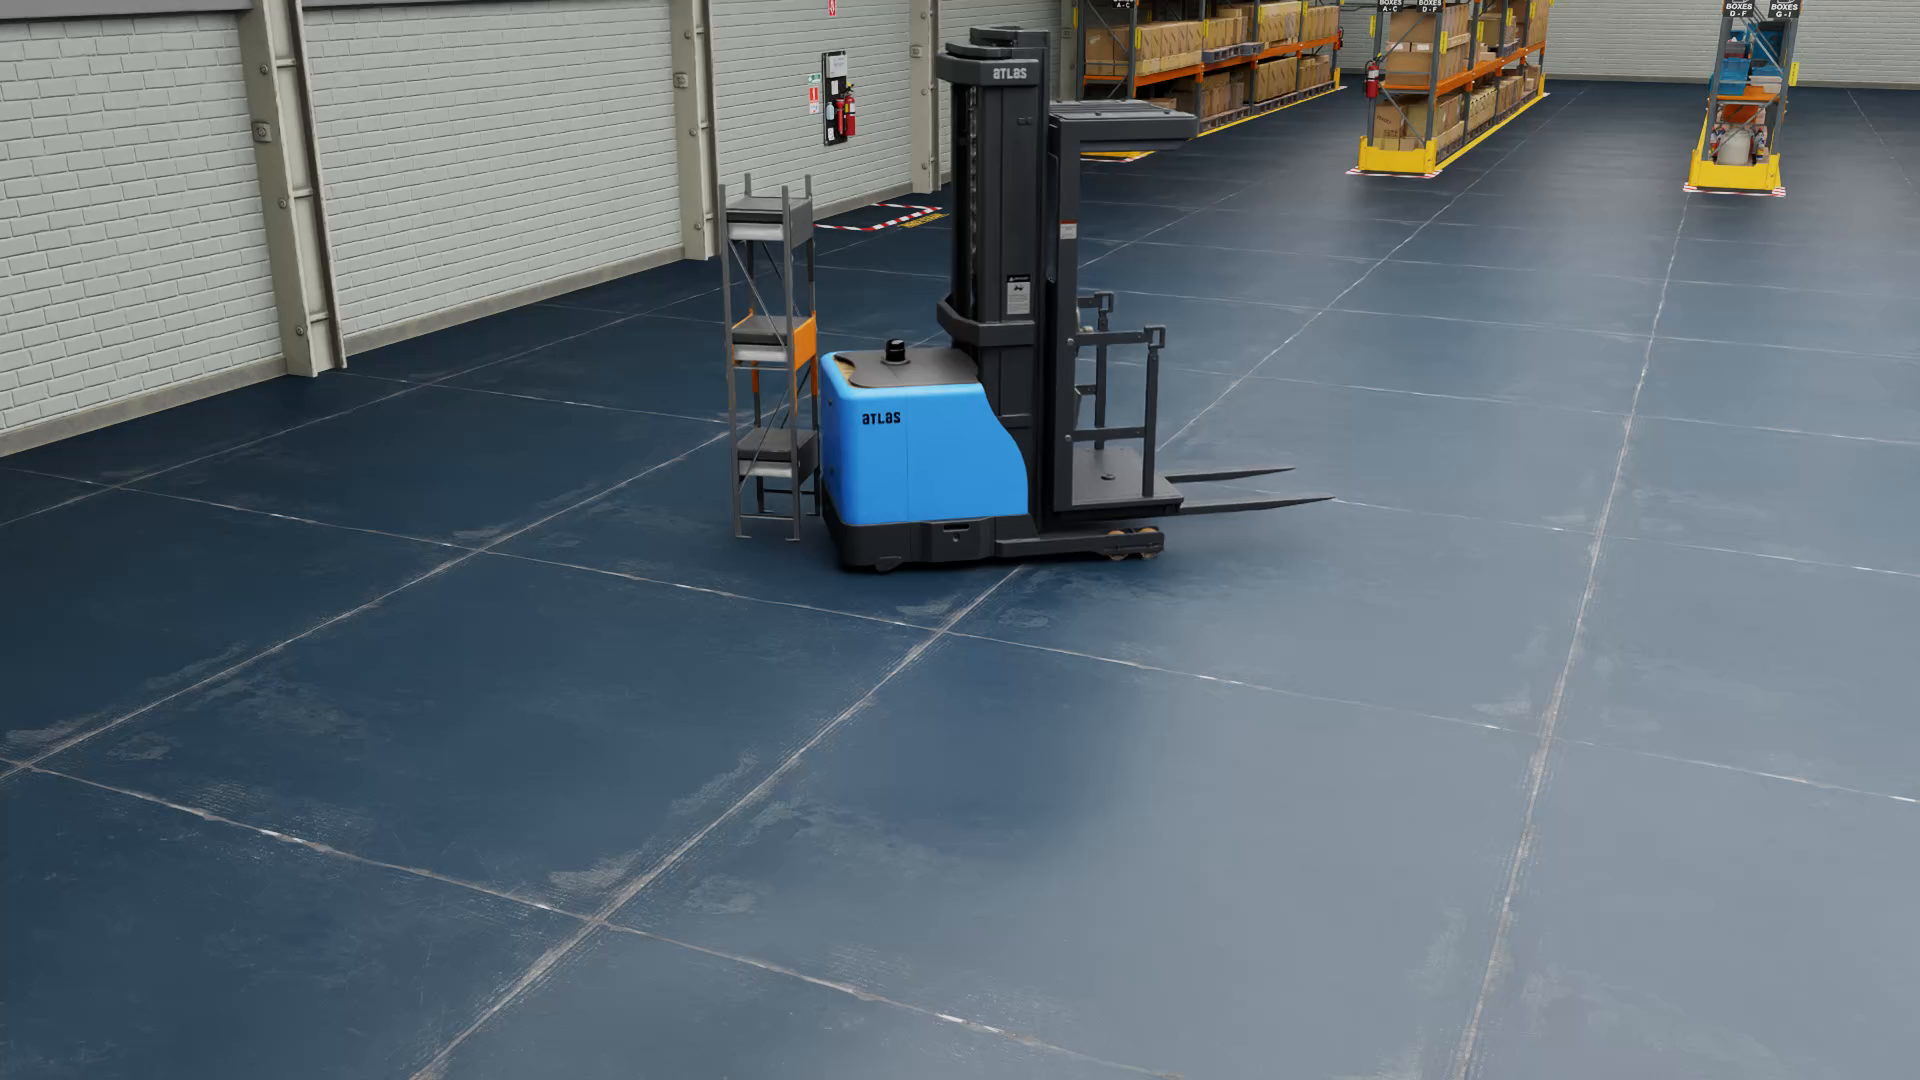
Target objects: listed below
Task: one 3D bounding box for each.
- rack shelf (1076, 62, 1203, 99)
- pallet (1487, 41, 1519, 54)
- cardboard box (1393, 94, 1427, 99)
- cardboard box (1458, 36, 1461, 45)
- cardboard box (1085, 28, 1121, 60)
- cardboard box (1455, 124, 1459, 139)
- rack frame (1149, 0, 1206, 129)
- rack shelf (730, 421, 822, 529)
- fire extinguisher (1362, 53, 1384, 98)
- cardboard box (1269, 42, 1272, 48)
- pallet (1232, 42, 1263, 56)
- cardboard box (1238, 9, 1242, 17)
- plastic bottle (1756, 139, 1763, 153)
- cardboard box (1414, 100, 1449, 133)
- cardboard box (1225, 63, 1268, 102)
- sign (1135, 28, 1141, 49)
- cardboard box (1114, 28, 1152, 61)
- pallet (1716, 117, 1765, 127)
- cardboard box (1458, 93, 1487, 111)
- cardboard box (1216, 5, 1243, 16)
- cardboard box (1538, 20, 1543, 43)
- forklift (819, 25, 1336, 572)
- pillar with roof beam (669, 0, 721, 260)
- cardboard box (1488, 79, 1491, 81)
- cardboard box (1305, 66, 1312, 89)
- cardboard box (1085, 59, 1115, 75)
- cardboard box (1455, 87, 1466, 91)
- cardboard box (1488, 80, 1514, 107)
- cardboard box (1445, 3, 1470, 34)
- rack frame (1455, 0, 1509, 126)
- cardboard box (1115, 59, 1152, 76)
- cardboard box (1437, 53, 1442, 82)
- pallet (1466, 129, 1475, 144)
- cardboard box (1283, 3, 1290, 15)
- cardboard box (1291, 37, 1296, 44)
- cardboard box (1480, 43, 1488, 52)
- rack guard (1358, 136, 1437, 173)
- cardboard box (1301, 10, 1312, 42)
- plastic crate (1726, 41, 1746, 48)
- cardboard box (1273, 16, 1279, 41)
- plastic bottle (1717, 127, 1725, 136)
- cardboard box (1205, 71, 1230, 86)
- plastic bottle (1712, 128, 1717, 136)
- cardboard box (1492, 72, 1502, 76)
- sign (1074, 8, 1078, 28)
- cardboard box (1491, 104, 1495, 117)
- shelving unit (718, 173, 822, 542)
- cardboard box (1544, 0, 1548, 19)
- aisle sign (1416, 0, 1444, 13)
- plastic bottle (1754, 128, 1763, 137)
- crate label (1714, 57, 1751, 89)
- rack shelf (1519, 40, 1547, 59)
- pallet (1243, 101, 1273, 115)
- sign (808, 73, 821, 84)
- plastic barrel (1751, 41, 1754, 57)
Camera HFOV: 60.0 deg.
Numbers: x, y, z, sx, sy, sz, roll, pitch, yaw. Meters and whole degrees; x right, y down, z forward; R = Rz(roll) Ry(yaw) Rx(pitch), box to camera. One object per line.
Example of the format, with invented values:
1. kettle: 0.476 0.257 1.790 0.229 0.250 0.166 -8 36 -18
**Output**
1. rack shelf: 3.280 -8.284 29.861 1.077 0.370 4.000 9 21 23
2. pallet: 11.050 -10.284 34.695 1.003 0.211 1.213 9 21 23
3. cardboard box: 7.735 -7.407 28.679 0.500 0.500 0.500 9 21 23
4. cardboard box: 8.286 -8.486 28.236 0.380 0.149 0.250 8 21 22
5. cardboard box: 2.460 -8.477 28.404 0.500 0.500 0.500 8 21 22
6. cardboard box: 8.416 -7.135 29.033 0.500 0.250 0.500 9 21 23
7. rack frame: 4.099 -9.235 31.459 1.000 3.000 0.127 9 21 23
8. rack shelf: -1.110 -0.400 10.088 0.431 0.518 0.480 3 20 10
9. fire extinguisher: 6.510 -7.325 26.204 0.296 0.674 0.183 9 21 23
10. cardboard box: 6.585 -10.815 36.247 0.380 0.149 0.250 9 21 24
11. pallet: 5.542 -10.135 34.276 1.213 0.211 1.003 9 21 23
12. cardboard box: 5.623 -10.908 34.390 0.380 0.149 0.250 6 20 16
13. plastic bottle: 12.707 -6.221 26.401 0.097 0.271 0.097 0 20 0
14. cardboard box: 7.800 -7.030 27.618 0.500 0.500 0.500 9 21 23
15. cardboard box: 6.158 -9.849 35.769 0.750 0.750 0.750 8 21 22
16. sign: 2.956 -8.346 27.667 0.100 0.325 0.005 9 21 23
17. cardboard box: 2.931 -8.409 28.212 0.500 0.500 0.500 9 21 23
18. pallet: 15.060 -8.031 32.236 1.003 0.211 1.213 9 21 23
19. cardboard box: 9.645 -8.285 31.429 0.500 0.311 0.500 9 22 24
20. cardboard box: 5.686 -11.182 35.192 0.500 0.250 0.500 9 22 24
21. cardboard box: 13.180 -11.787 38.485 0.500 0.500 0.500 9 21 23
22. forklift: 0.722 -1.437 9.634 3.031 2.935 1.130 -4 20 -11
23. pillar with roof beam: 0.972 -6.912 15.975 9.100 9.000 0.400 9 21 23
24. cardboard box: 11.056 -9.601 35.562 0.500 0.500 0.500 9 21 23
25. cardboard box: 7.984 -11.068 39.718 0.700 0.500 0.500 8 21 22
26. cardboard box: 2.476 -8.120 28.519 0.500 0.250 0.500 9 21 23
27. cardboard box: 9.775 -8.826 32.949 0.500 0.311 0.500 9 22 25
28. cardboard box: 11.333 -9.382 34.948 0.500 0.500 0.500 8 21 21
29. cardboard box: 8.444 -9.078 28.933 0.700 0.500 0.500 9 21 23
30. rack frame: 10.258 -9.779 32.990 1.000 3.000 0.127 9 21 23
31. cardboard box: 2.951 -8.056 28.340 0.500 0.250 0.500 8 21 21
32. cardboard box: 7.395 -7.683 26.946 0.700 0.500 0.500 9 22 24
33. pallet: 8.886 -7.473 30.667 1.003 0.211 1.213 9 21 23
34. cardboard box: 6.990 -11.742 36.766 0.500 0.250 0.500 9 21 24
35. cardboard box: 7.413 -11.349 37.749 0.380 0.149 0.250 9 21 24
36. cardboard box: 10.069 -9.632 32.709 0.500 0.311 0.500 10 22 26
37. rack guard: 6.972 -6.148 26.511 1.175 0.500 0.348 9 21 23
38. cardboard box: 7.612 -11.985 38.746 0.980 0.700 0.700 9 21 24
39. plastic crate: 13.834 -8.676 29.794 0.402 0.464 0.583 9 21 23
40. cardboard box: 6.597 -11.078 36.019 0.500 0.500 0.500 8 21 22
41. plastic bottle: 12.560 -6.625 27.418 0.144 0.351 0.185 9 21 23
42. cardboard box: 5.199 -9.448 34.012 0.500 0.250 0.500 9 21 24
43. plastic bottle: 12.351 -6.587 27.311 0.144 0.351 0.185 8 21 20
44. cardboard box: 11.870 -10.244 37.372 0.500 0.500 0.500 9 21 23
45. sign: 1.963 -8.789 28.005 0.100 0.325 0.005 9 21 23
46. cardboard box: 10.265 -8.487 32.834 0.500 0.250 0.500 9 22 24
47. shelving unit: -1.110 -1.073 9.850 0.431 2.100 0.503 3 20 10
48. cardboard box: 13.396 -12.414 38.759 0.500 0.500 0.500 9 22 24
49. aisle sign: 7.234 -8.496 25.503 0.394 0.787 0.004 9 21 23
50. plastic bottle: 13.137 -6.598 27.342 0.144 0.351 0.185 8 21 21
51. crate label: 12.006 -7.269 25.879 0.502 0.435 0.616 9 21 23
52. rack shelf: 12.715 -11.274 38.268 1.077 0.370 4.000 9 21 23
53. pallet: 6.129 -9.374 36.014 1.003 0.211 1.213 9 21 23
54. sign: -1.856 -5.872 21.160 0.001 0.109 0.331 9 21 23
55. plastic barrel: 14.207 -8.558 29.355 0.433 0.535 0.433 0 20 0
